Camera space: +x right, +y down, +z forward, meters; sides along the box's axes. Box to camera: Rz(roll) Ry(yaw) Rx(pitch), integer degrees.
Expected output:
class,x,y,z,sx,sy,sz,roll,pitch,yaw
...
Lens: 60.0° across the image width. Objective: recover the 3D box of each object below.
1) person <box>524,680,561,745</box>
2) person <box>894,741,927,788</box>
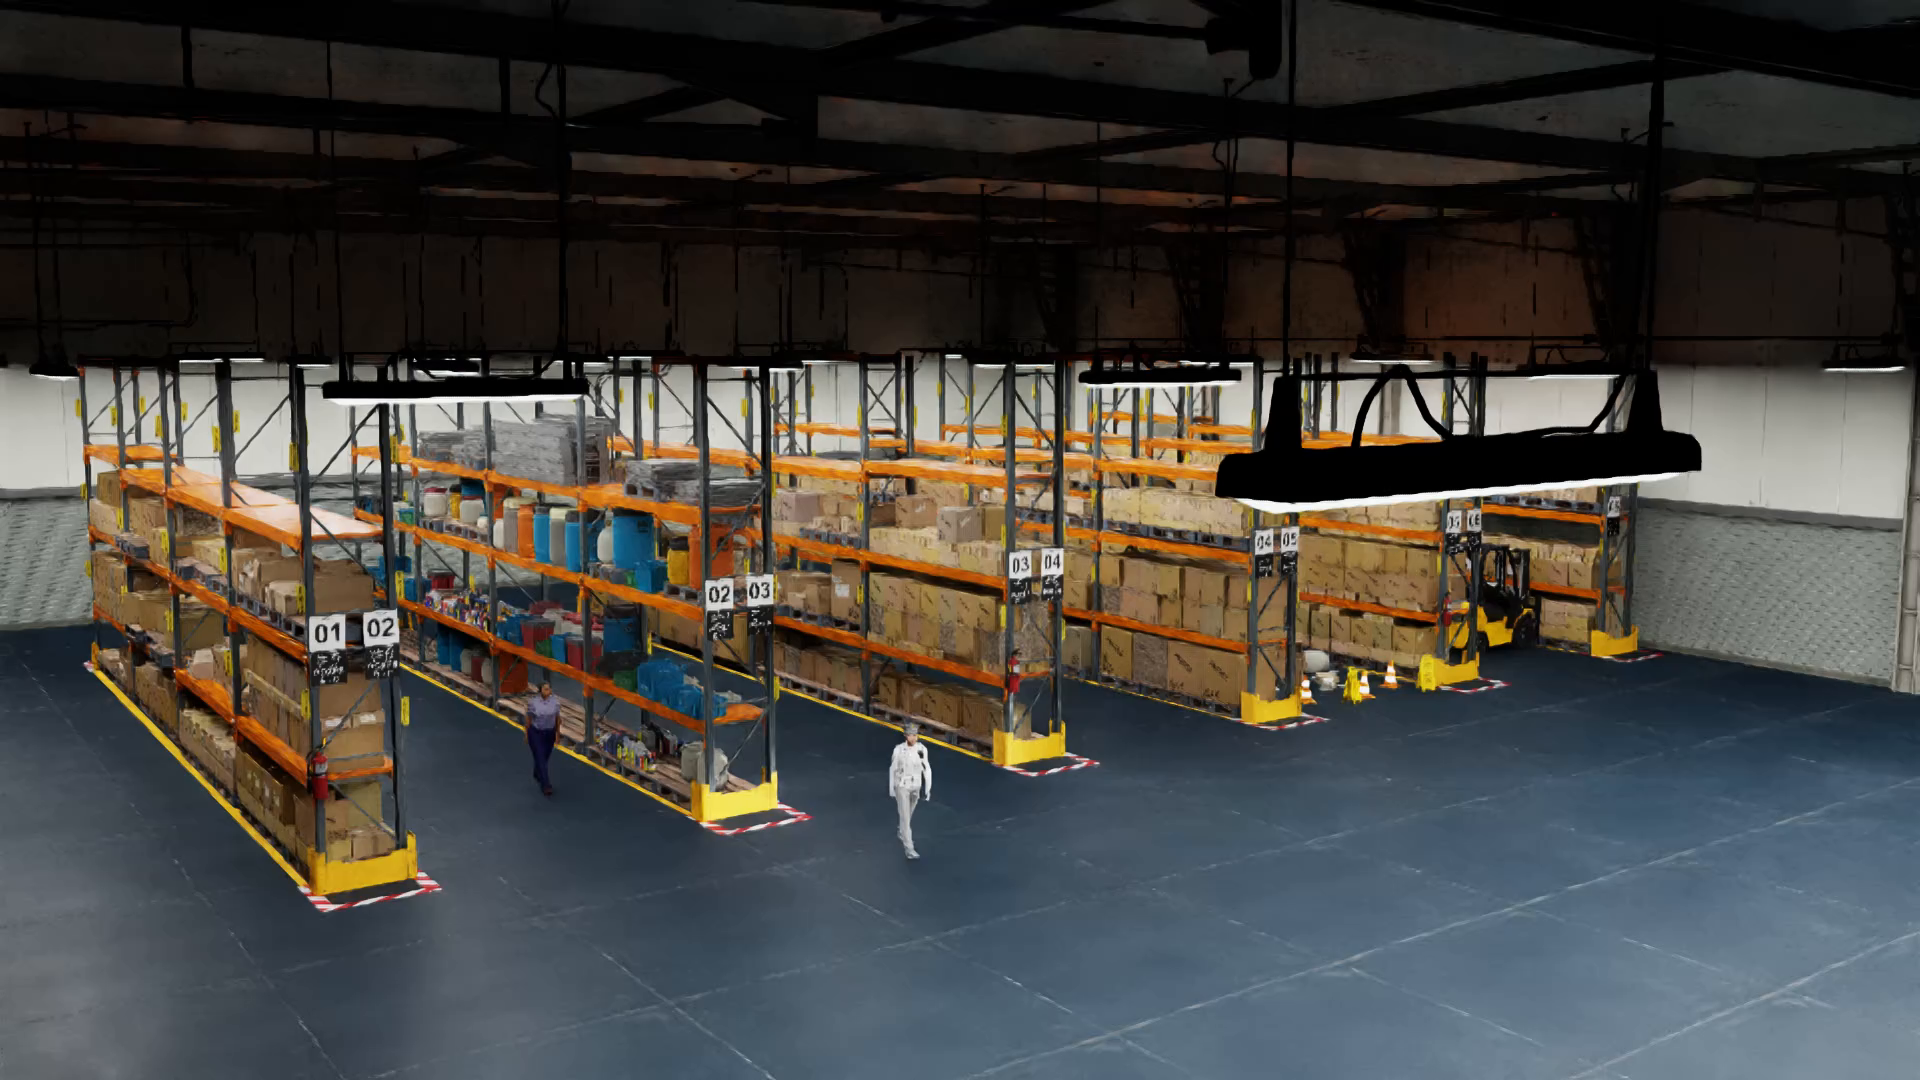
class,x,y,z,sx,sy,sz,roll,pitch,yaw
person,-5.825,2.424,23.299,0.478,0.972,0.368,-5,9,-37
person,-0.622,2.760,20.502,0.393,0.569,0.371,-3,8,-26
